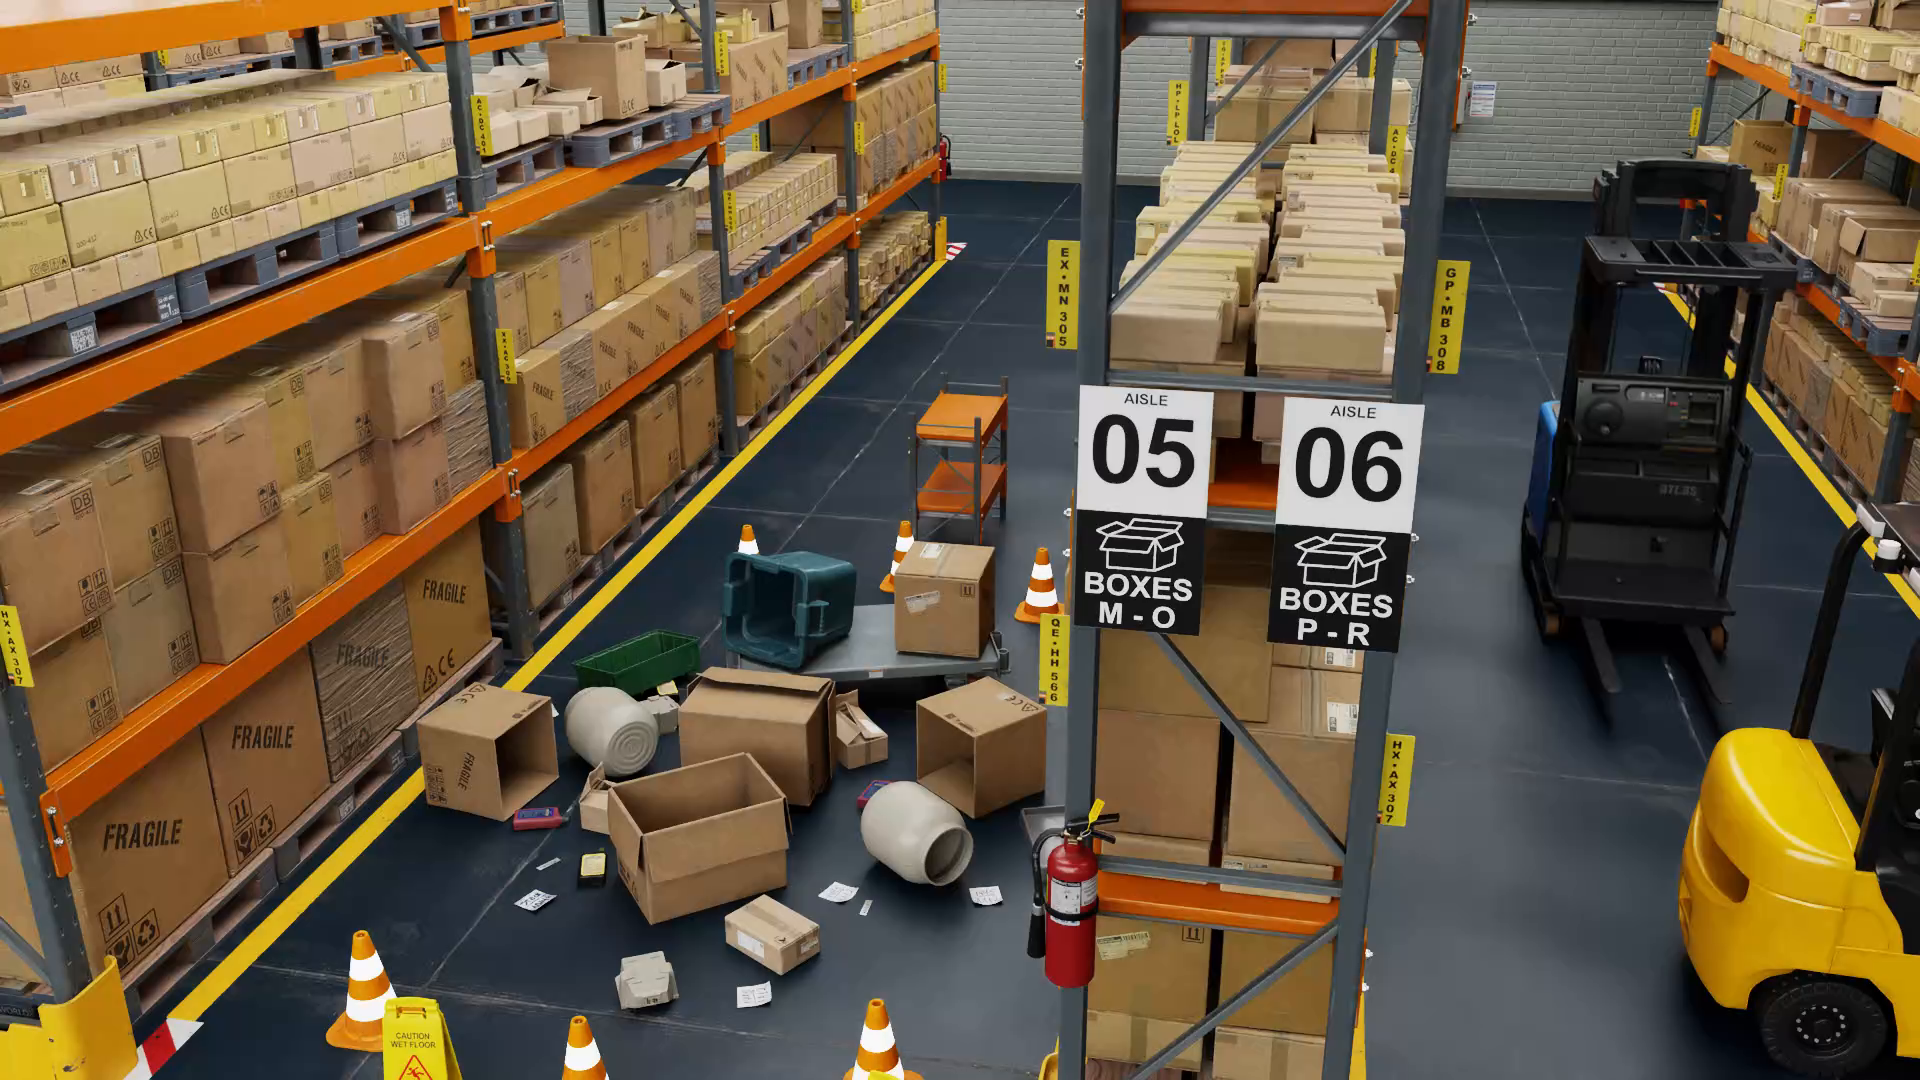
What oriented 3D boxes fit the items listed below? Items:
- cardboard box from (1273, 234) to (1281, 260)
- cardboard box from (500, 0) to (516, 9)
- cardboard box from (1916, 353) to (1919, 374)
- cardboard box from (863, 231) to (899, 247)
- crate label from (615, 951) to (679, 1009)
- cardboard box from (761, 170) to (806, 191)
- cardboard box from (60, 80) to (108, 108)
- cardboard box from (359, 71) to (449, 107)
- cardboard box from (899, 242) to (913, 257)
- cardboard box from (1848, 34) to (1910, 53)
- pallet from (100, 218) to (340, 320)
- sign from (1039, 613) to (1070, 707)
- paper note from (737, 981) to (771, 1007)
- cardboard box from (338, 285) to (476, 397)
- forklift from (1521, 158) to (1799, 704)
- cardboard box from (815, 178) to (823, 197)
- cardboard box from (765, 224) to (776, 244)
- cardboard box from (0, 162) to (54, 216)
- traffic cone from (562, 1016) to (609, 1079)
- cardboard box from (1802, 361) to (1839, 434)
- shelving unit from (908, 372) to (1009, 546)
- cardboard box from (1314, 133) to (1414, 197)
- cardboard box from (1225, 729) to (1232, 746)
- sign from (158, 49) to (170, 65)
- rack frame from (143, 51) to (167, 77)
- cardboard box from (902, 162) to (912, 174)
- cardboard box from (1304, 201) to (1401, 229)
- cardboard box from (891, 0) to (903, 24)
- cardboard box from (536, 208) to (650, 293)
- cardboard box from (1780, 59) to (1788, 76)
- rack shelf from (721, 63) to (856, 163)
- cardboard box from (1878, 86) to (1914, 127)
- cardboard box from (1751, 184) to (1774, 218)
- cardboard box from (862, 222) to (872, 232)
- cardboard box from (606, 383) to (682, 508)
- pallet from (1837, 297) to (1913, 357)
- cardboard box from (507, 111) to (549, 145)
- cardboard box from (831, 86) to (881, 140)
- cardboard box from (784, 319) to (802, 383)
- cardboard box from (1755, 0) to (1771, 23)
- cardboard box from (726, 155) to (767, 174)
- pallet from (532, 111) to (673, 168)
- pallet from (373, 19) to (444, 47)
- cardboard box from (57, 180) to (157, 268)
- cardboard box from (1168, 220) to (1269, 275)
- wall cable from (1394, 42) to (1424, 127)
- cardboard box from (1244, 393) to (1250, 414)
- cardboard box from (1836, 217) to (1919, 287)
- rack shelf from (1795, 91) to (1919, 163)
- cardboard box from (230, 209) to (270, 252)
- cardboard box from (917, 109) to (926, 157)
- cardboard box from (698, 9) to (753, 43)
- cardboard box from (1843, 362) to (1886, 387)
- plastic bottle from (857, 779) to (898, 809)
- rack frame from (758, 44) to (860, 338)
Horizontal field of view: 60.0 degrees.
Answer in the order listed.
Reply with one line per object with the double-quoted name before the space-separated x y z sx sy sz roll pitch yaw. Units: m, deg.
"cardboard box" 1.528 -1.059 6.756 0.500 0.250 0.500 5 22 12
"cardboard box" -5.875 -6.771 20.306 0.700 0.500 0.500 4 22 9
"cardboard box" 7.010 -1.212 11.547 0.500 0.250 0.500 5 22 11
"cardboard box" -0.927 -3.531 19.564 0.380 0.149 0.250 4 22 9
"crate label" -1.384 1.944 7.344 0.250 0.136 0.298 -7 23 -17
"cardboard box" -1.677 -3.419 15.806 0.380 0.149 0.250 4 22 9
"cardboard box" -7.166 -3.504 13.224 0.500 0.250 0.500 4 22 11
"cardboard box" -2.965 -2.407 8.873 0.380 0.149 0.250 4 22 10
"cardboard box" -0.780 -3.483 19.842 0.380 0.149 0.250 5 22 12
"cardboard box" 7.567 -4.079 13.694 0.380 0.149 0.250 5 22 12
"pallet" -3.631 -1.286 7.636 1.003 0.211 1.213 4 22 11
"sign" 0.308 0.391 5.395 0.100 0.325 0.005 4 22 11
"paper note" -0.908 2.004 7.337 0.148 0.019 0.142 -3 22 -8
"cardboard box" -3.312 -1.117 9.467 0.875 0.550 0.550 4 22 11
"forklift" 4.377 -0.802 10.422 1.130 2.935 3.031 5 22 11
"cardboard box" -1.564 -3.474 16.340 0.380 0.149 0.250 5 23 13
"cardboard box" -1.883 -2.762 14.970 0.380 0.149 0.250 5 23 13
"cardboard box" -3.587 -1.292 6.103 0.380 0.149 0.250 5 22 11
"traffic cone" -1.484 2.085 6.557 0.336 0.463 0.334 4 22 11
"cardboard box" 7.520 -1.196 14.093 0.500 0.500 0.500 4 22 9
"shelving unit" 0.001 -0.524 12.150 0.538 1.125 1.048 4 22 11
"cardboard box" 2.176 -2.039 9.024 0.500 0.250 0.500 4 22 9
"cardboard box" 0.944 0.715 6.900 0.380 0.149 0.250 5 22 12
"sign" -6.691 -4.146 13.926 0.100 0.325 0.005 4 22 11
"rack frame" -7.221 -5.340 13.567 1.000 3.000 0.127 4 22 11
"cardboard box" -0.780 -4.440 19.700 0.380 0.149 0.250 3 22 9
"cardboard box" 1.590 -1.277 6.762 0.380 0.149 0.250 5 22 12
"cardboard box" -0.924 -5.876 18.444 0.500 0.250 0.500 3 22 9
"cardboard box" -2.692 -2.116 12.120 0.700 0.500 0.500 4 22 10
"cardboard box" 8.057 -4.503 15.841 0.380 0.149 0.250 5 23 13
"rack shelf" -1.978 -3.931 15.047 1.077 0.370 4.000 4 22 11
"cardboard box" 7.411 -3.320 12.767 0.500 0.250 0.500 4 22 11
"cardboard box" 8.109 -3.345 16.447 0.500 0.250 0.500 5 22 11
"cardboard box" -1.278 -3.761 20.135 0.380 0.149 0.250 3 22 8
"cardboard box" -2.774 -0.758 12.669 1.050 0.750 0.750 5 22 12
"pallet" 7.410 -1.589 12.541 1.213 0.211 1.003 4 22 11
"cardboard box" -2.748 -2.556 10.309 0.250 0.149 0.380 4 22 11
"cardboard box" -1.149 -4.590 17.866 0.500 0.500 0.500 4 22 9
"cardboard box" -1.793 -1.789 15.564 0.500 0.500 0.500 4 22 10
"cardboard box" 8.331 -5.343 16.722 0.500 0.250 0.500 5 22 12
"cardboard box" -2.152 -3.748 16.622 0.380 0.149 0.250 5 22 12
"pallet" -2.691 -2.797 11.521 1.003 0.211 1.213 6 23 13
"pallet" -6.228 -5.669 18.517 1.003 0.211 1.213 4 22 11
"cardboard box" -3.567 -1.260 6.558 0.500 0.250 0.500 4 22 10
"cardboard box" 0.990 -1.124 6.384 0.380 0.149 0.250 4 22 9
"wall cable" 6.631 -7.159 24.754 0.588 1.984 0.122 4 22 11
"cardboard box" 0.870 -0.578 6.095 0.380 0.149 0.250 5 22 11
"cardboard box" 7.492 -2.279 13.296 0.797 0.503 0.637 4 22 10
"rack shelf" 7.748 -3.214 13.266 1.077 0.370 4.000 4 22 11
"cardboard box" -3.326 -1.388 7.410 0.380 0.149 0.250 5 22 11
"cardboard box" -0.704 -4.880 19.924 0.500 0.500 0.500 4 22 10
"cardboard box" -1.929 -4.250 13.719 0.396 0.266 0.258 4 22 11
"cardboard box" 7.464 -1.340 13.582 0.380 0.149 0.250 4 22 10
"plastic bottle" -0.435 1.353 8.912 0.133 0.061 0.283 8 23 20
"rack frame" -1.570 -3.605 17.290 1.000 3.000 0.127 4 22 11
